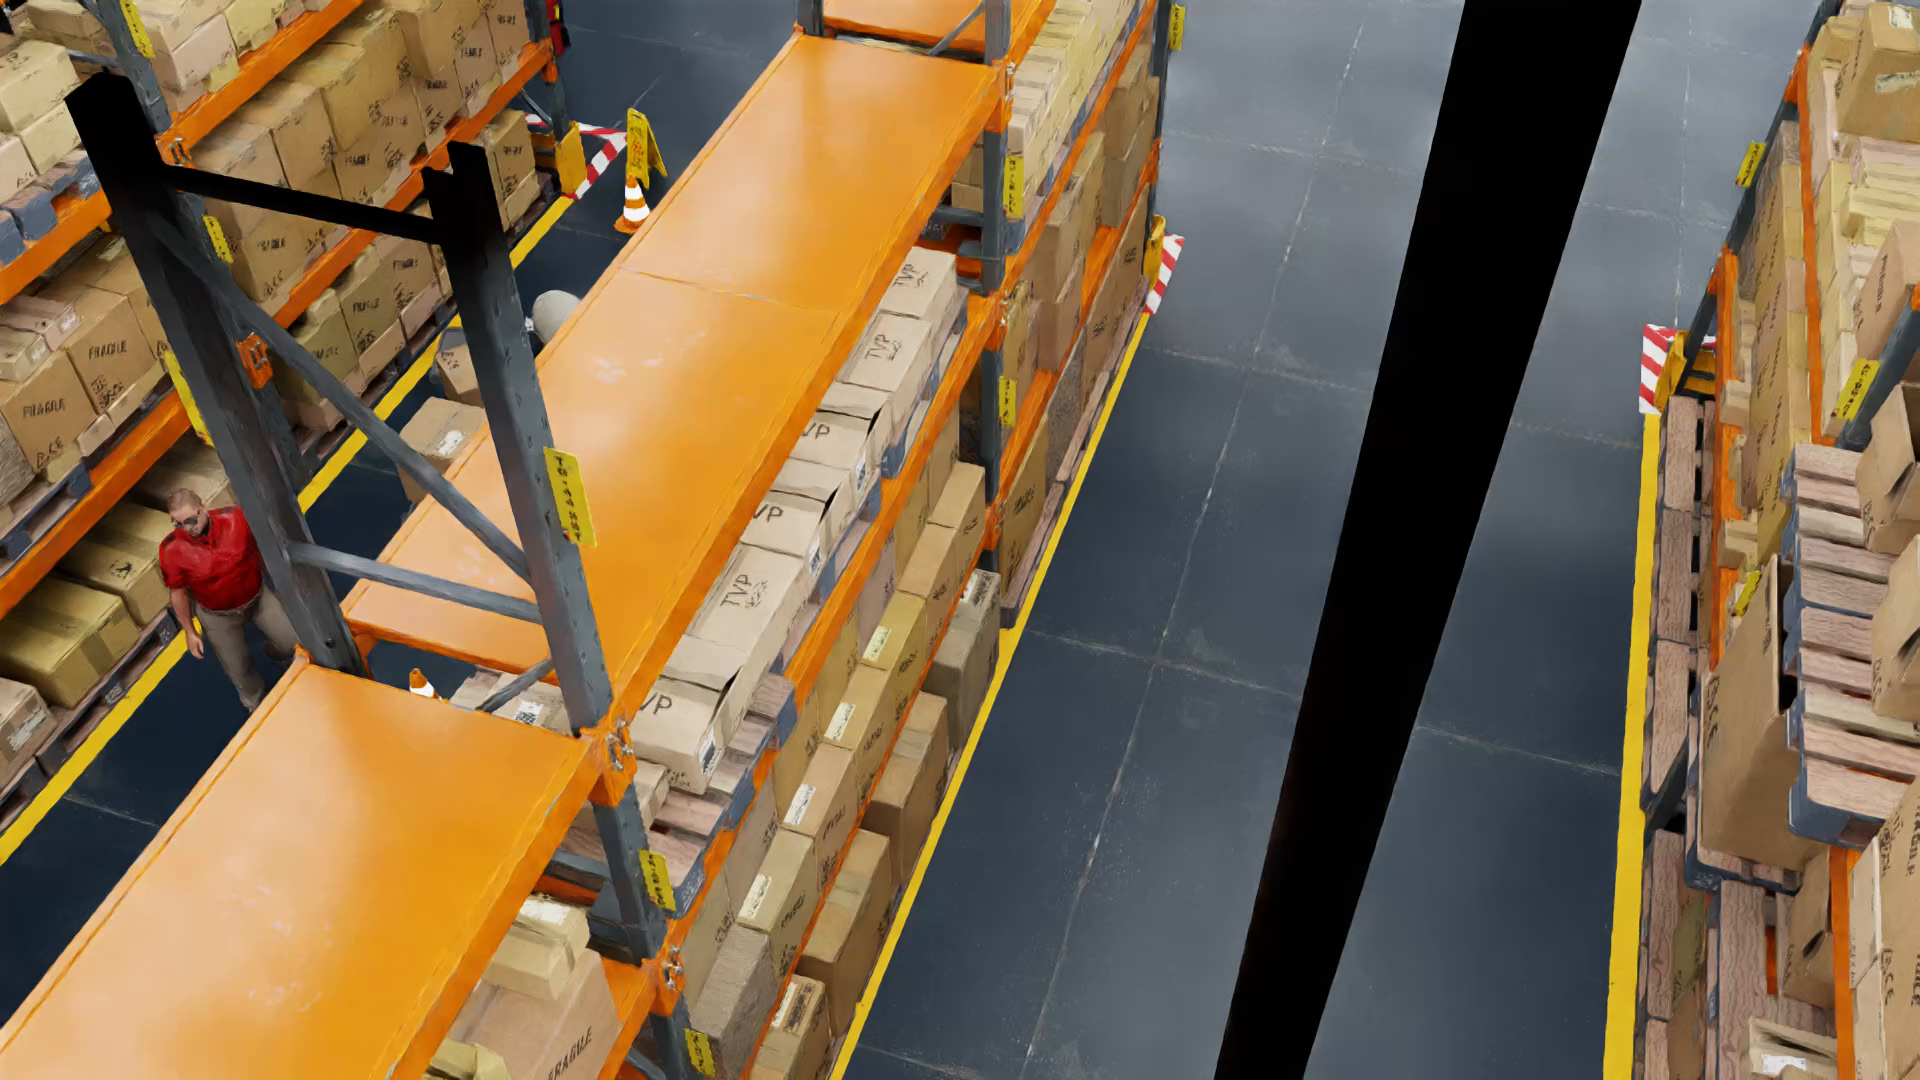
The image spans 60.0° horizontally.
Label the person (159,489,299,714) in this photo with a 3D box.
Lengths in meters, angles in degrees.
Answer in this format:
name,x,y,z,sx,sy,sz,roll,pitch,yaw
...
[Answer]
name,x,y,z,sx,sy,sz,roll,pitch,yaw
person,-4.073,0.392,9.354,0.555,1.708,0.623,33,54,28
